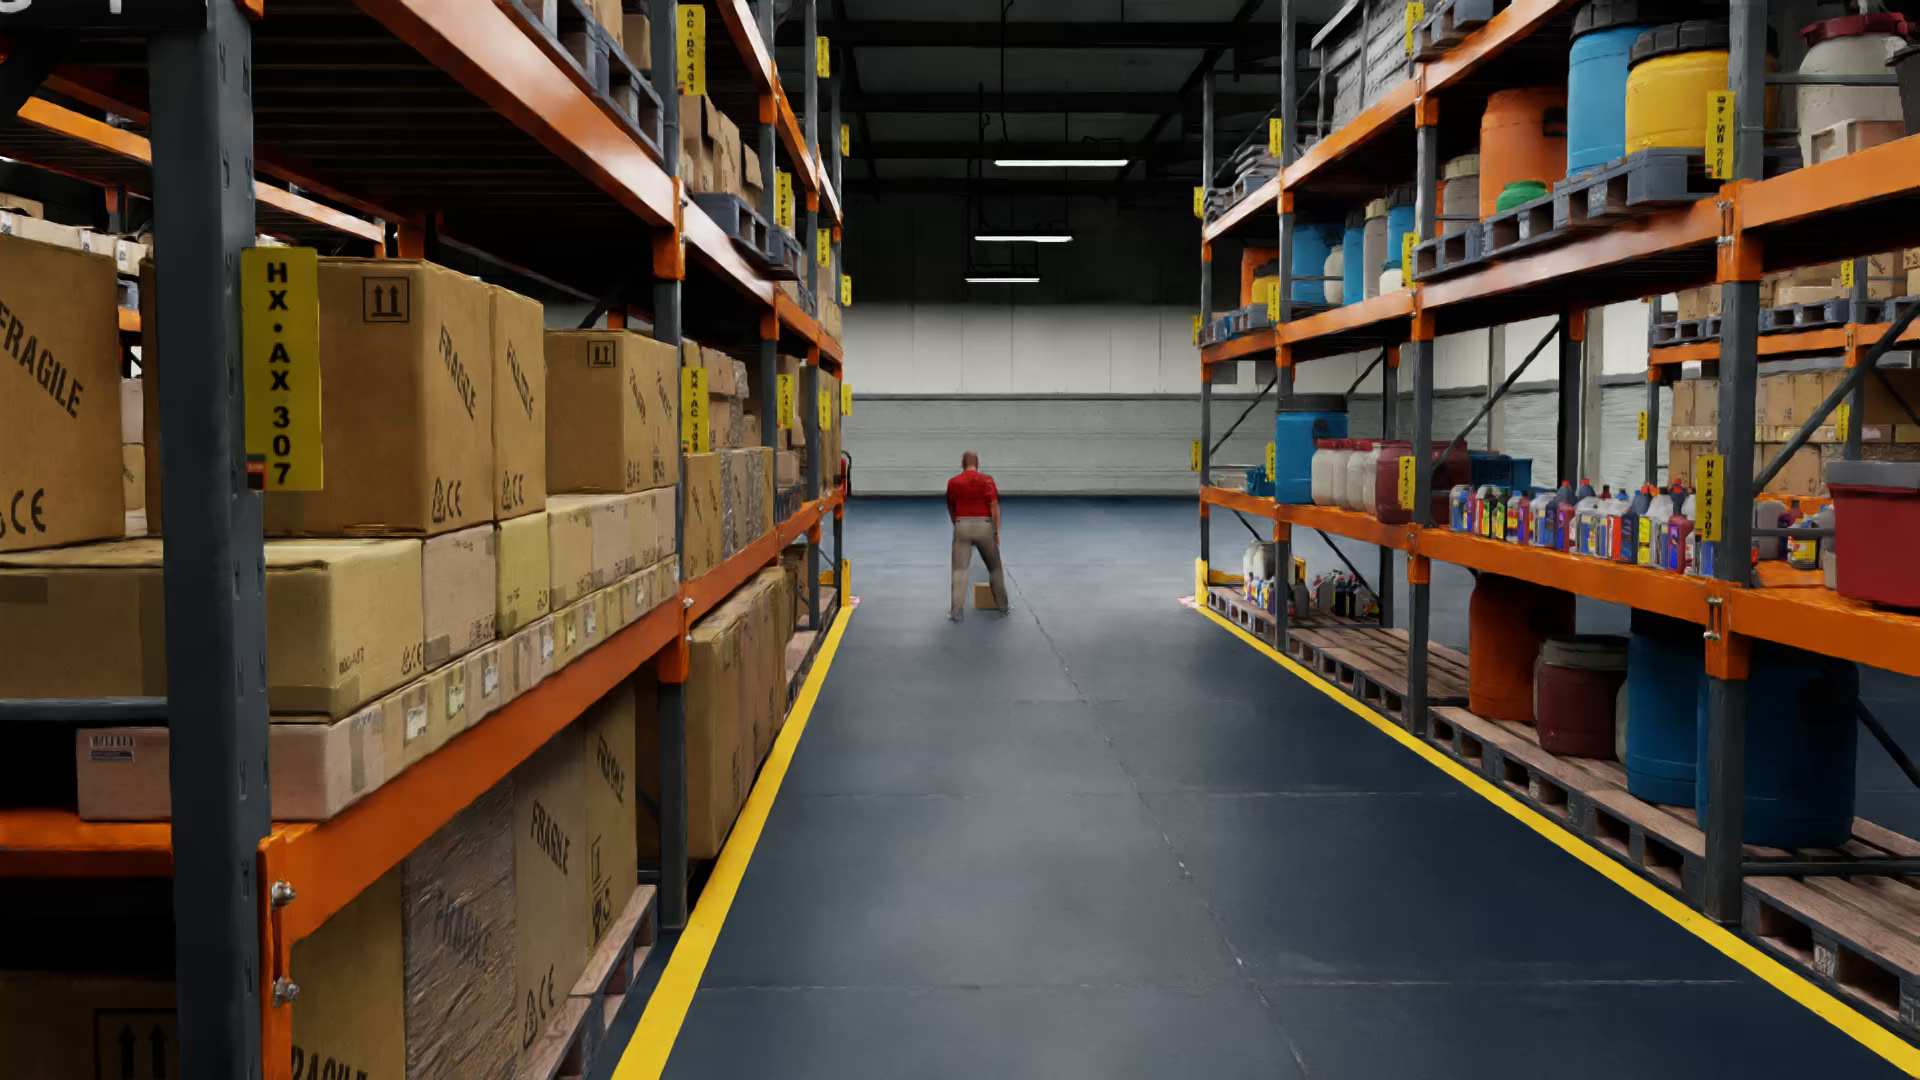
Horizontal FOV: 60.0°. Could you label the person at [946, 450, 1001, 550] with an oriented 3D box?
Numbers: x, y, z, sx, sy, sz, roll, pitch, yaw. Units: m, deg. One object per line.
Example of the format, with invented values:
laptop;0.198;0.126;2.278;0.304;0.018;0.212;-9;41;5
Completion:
person;0.143;-0.413;16.877;0.564;1.004;0.366;0;4;6
